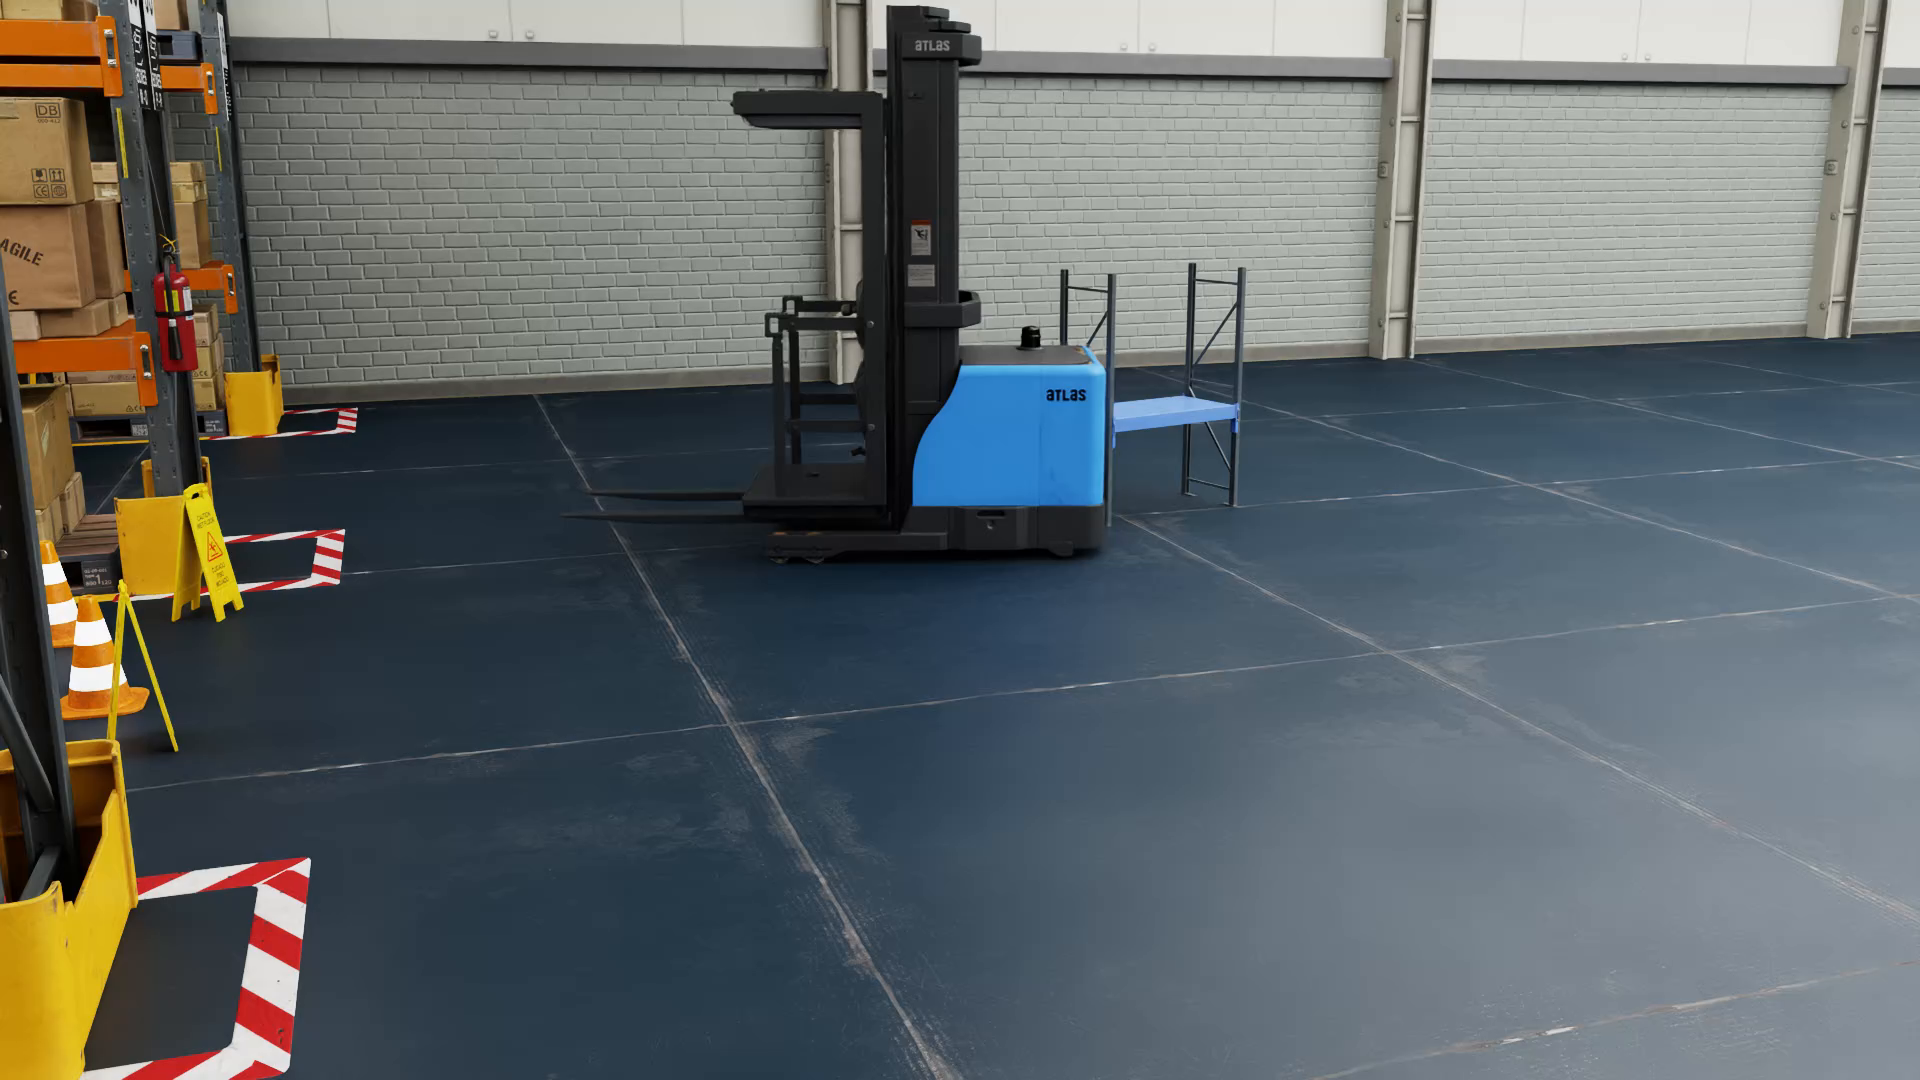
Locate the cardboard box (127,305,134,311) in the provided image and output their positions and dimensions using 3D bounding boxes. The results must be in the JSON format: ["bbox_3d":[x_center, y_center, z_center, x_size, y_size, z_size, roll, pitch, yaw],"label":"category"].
[{"bbox_3d":[-6.766,-1.726,13.292,0.500,0.250,0.500,-4,14,-18],"label":"cardboard box"}]

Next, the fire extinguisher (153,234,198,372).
[{"bbox_3d":[-3.935,-1.186,8.315,0.183,0.674,0.296,-4,14,-18],"label":"fire extinguisher"}]

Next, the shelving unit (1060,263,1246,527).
[{"bbox_3d":[1.180,-0.922,10.278,1.048,1.500,0.538,-9,16,-33],"label":"shelving unit"}]

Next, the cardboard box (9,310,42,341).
[{"bbox_3d":[-4.682,-1.077,8.231,0.250,0.149,0.380,-5,14,-19],"label":"cardboard box"}]

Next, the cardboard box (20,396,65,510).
[{"bbox_3d":[-4.867,-0.432,8.390,0.500,0.500,0.500,-4,14,-18],"label":"cardboard box"}]

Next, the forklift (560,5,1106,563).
[{"bbox_3d":[-0.716,-1.426,9.302,3.031,2.935,1.130,0,13,-1],"label":"forklift"}]

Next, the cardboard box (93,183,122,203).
[{"bbox_3d":[-6.515,-2.651,12.688,0.250,0.149,0.380,-4,14,-17],"label":"cardboard box"}]

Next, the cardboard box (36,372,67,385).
[{"bbox_3d":[-7.100,-1.333,12.719,0.500,0.250,0.500,-5,14,-19],"label":"cardboard box"}]

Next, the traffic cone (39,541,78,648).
[{"bbox_3d":[-4.187,0.232,7.666,0.334,0.463,0.336,-4,14,-18],"label":"traffic cone"}]

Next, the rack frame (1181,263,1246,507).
[{"bbox_3d":[1.604,-0.987,10.552,0.032,1.500,0.500,-9,16,-33],"label":"rack frame"}]

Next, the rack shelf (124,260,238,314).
[{"bbox_3d":[-7.673,-1.907,12.734,4.000,0.370,1.077,-4,14,-18],"label":"rack shelf"}]

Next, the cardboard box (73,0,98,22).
[{"bbox_3d":[-4.609,-2.700,8.574,0.250,0.149,0.380,-4,14,-18],"label":"cardboard box"}]

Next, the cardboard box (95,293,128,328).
[{"bbox_3d":[-4.579,-1.215,8.810,0.250,0.149,0.380,-4,14,-18],"label":"cardboard box"}]

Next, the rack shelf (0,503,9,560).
[{"bbox_3d":[-4.412,0.259,3.626,4.000,0.370,1.077,-4,14,-18],"label":"rack shelf"}]

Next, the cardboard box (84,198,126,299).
[{"bbox_3d":[-4.728,-1.536,8.759,0.500,0.500,0.500,-5,14,-19],"label":"cardboard box"}]

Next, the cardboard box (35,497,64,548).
[{"bbox_3d":[-4.894,-0.063,8.459,0.500,0.250,0.500,-5,14,-18],"label":"cardboard box"}]

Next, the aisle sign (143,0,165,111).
[{"bbox_3d":[-4.231,-2.654,8.700,0.004,0.787,0.394,-4,14,-18],"label":"aisle sign"}]

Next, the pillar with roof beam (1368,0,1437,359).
[{"bbox_3d":[6.022,-5.411,12.946,0.400,9.000,9.100,-4,14,-18],"label":"pillar with roof beam"}]

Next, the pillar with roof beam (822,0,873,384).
[{"bbox_3d":[0.335,-4.968,11.084,0.400,9.000,9.100,-4,14,-18],"label":"pillar with roof beam"}]

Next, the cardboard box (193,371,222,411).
[{"bbox_3d":[-6.122,-1.168,13.104,0.500,0.250,0.500,-4,14,-18],"label":"cardboard box"}]

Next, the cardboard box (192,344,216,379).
[{"bbox_3d":[-6.139,-1.410,13.044,0.500,0.250,0.500,-5,14,-19],"label":"cardboard box"}]

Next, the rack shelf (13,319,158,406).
[{"bbox_3d":[-6.086,-0.819,8.158,4.000,0.370,1.077,-4,14,-18],"label":"rack shelf"}]

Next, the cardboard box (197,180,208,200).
[{"bbox_3d":[-6.181,-2.801,13.319,0.250,0.149,0.380,-5,14,-20],"label":"cardboard box"}]

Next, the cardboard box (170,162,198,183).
[{"bbox_3d":[-6.050,-2.841,12.845,0.250,0.149,0.380,-4,14,-18],"label":"cardboard box"}]

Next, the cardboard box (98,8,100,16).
[{"bbox_3d":[-6.466,-3.867,12.356,0.250,0.149,0.380,-5,14,-20],"label":"cardboard box"}]

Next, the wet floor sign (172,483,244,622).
[{"bbox_3d":[-3.669,0.049,8.041,0.232,0.644,0.267,0,13,1],"label":"wet floor sign"}]

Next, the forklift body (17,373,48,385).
[{"bbox_3d":[-6.993,-1.452,11.099,1.214,2.155,2.313,-4,14,-18],"label":"forklift body"}]

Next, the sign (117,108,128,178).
[{"bbox_3d":[-4.033,-1.910,8.007,0.005,0.325,0.100,-4,14,-18],"label":"sign"}]

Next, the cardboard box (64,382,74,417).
[{"bbox_3d":[-7.073,-1.098,12.811,0.500,0.250,0.500,-4,14,-17],"label":"cardboard box"}]

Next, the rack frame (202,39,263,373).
[{"bbox_3d":[-5.777,-2.405,13.271,0.127,3.000,1.000,-4,14,-18],"label":"rack frame"}]

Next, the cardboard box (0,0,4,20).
[{"bbox_3d":[-4.665,-2.540,7.902,0.250,0.149,0.380,-4,14,-18],"label":"cardboard box"}]

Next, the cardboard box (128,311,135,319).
[{"bbox_3d":[-6.596,-1.617,12.831,0.500,0.250,0.500,-4,14,-17],"label":"cardboard box"}]

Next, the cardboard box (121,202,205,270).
[{"bbox_3d":[-6.160,-2.360,12.865,0.500,0.500,0.500,-5,14,-19],"label":"cardboard box"}]

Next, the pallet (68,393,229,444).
[{"bbox_3d":[-6.489,-0.983,13.318,1.213,0.211,1.003,-4,14,-18],"label":"pallet"}]

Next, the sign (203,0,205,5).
[{"bbox_3d":[-5.617,-4.136,12.326,0.005,0.325,0.100,-4,14,-18],"label":"sign"}]

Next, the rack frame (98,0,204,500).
[{"bbox_3d":[-4.191,-1.317,8.696,0.127,3.000,1.000,-4,14,-18],"label":"rack frame"}]

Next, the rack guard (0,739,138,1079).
[{"bbox_3d":[-2.493,0.976,4.460,0.348,0.500,1.175,-4,14,-18],"label":"rack guard"}]
